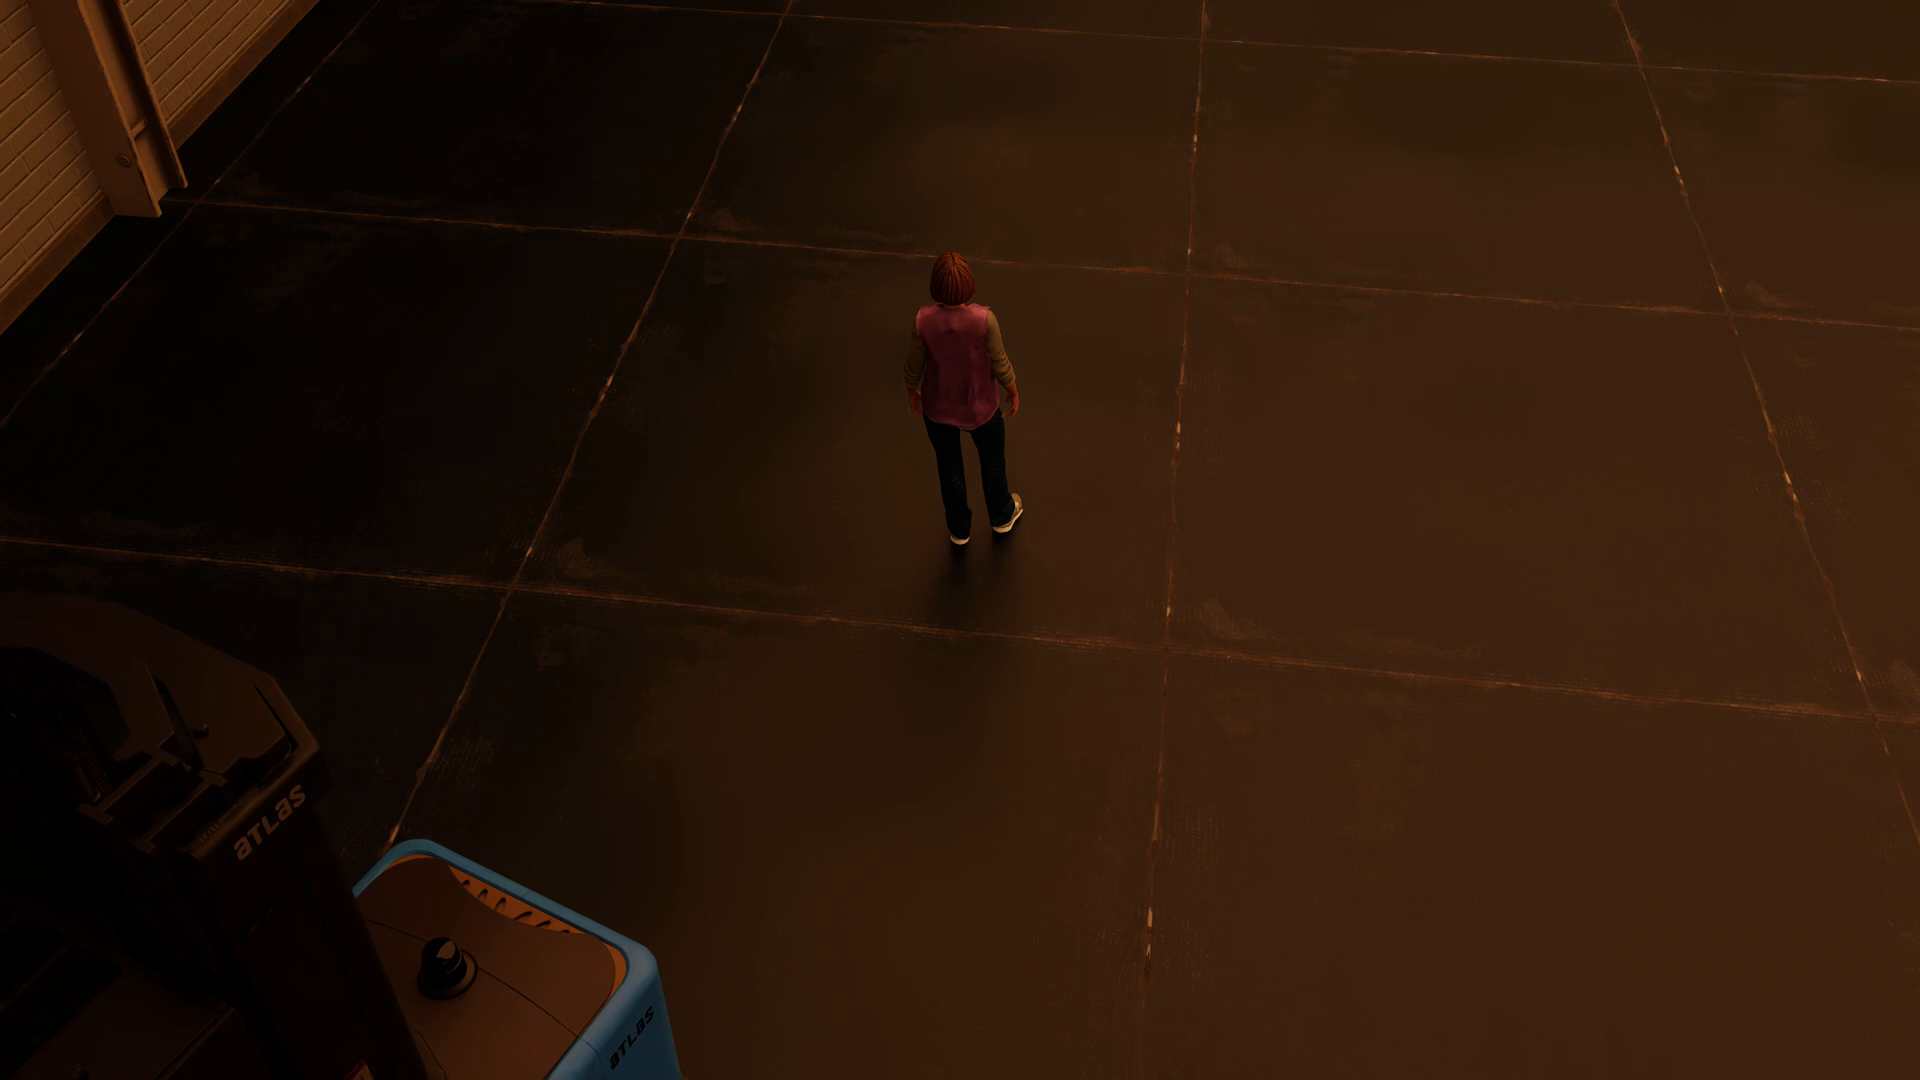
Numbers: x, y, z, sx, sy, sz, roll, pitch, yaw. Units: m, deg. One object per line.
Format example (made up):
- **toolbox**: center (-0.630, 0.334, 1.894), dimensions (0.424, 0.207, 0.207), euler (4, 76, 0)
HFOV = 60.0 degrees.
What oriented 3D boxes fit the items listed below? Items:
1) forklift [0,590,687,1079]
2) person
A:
- **forklift**: center (-2.028, 1.674, 3.902), dimensions (1.130, 2.935, 3.031), euler (20, 46, 20)
- **person**: center (0.024, -0.642, 7.398), dimensions (0.520, 1.597, 0.476), euler (5, 43, 6)
